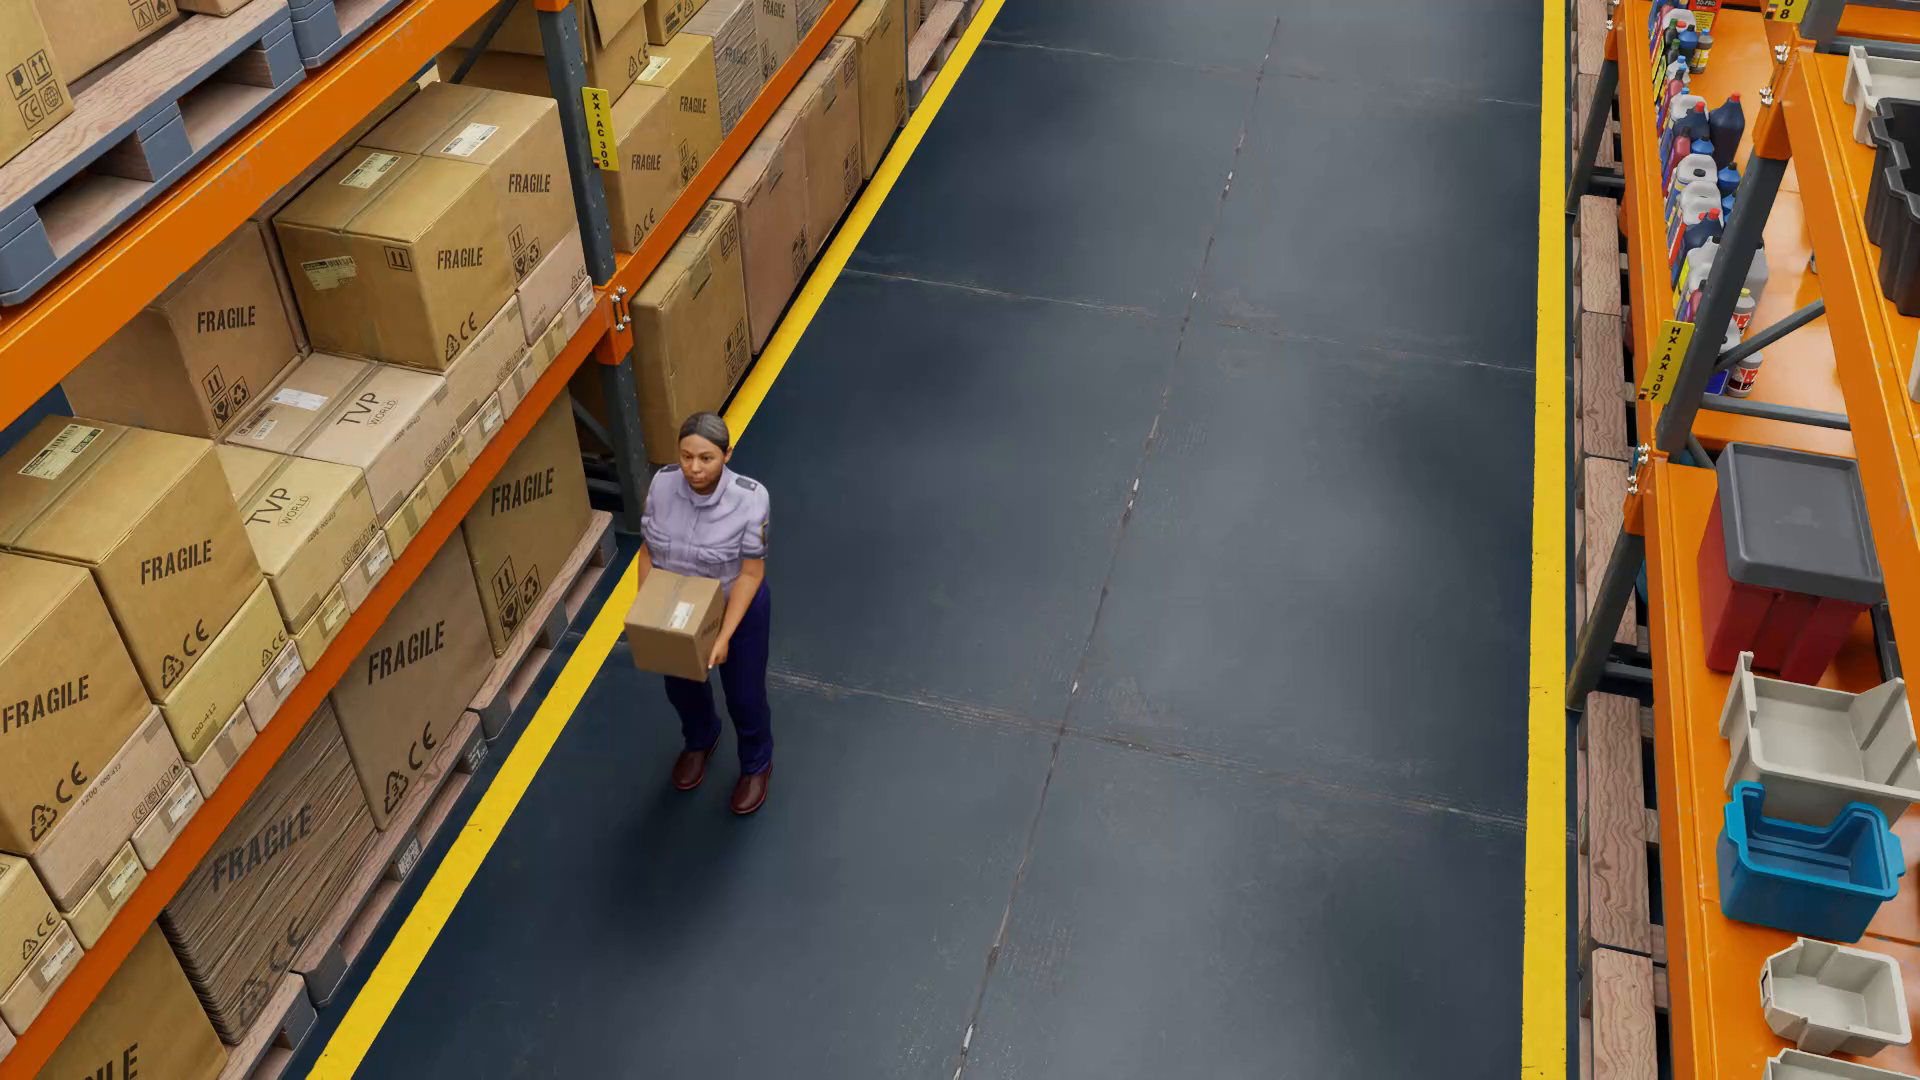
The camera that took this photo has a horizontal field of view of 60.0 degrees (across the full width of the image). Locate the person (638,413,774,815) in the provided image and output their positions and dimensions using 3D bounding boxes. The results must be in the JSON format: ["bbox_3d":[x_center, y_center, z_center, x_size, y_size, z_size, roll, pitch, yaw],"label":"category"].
[{"bbox_3d":[-0.890,0.297,5.830,0.471,1.647,0.511,10,42,11],"label":"person"}]
